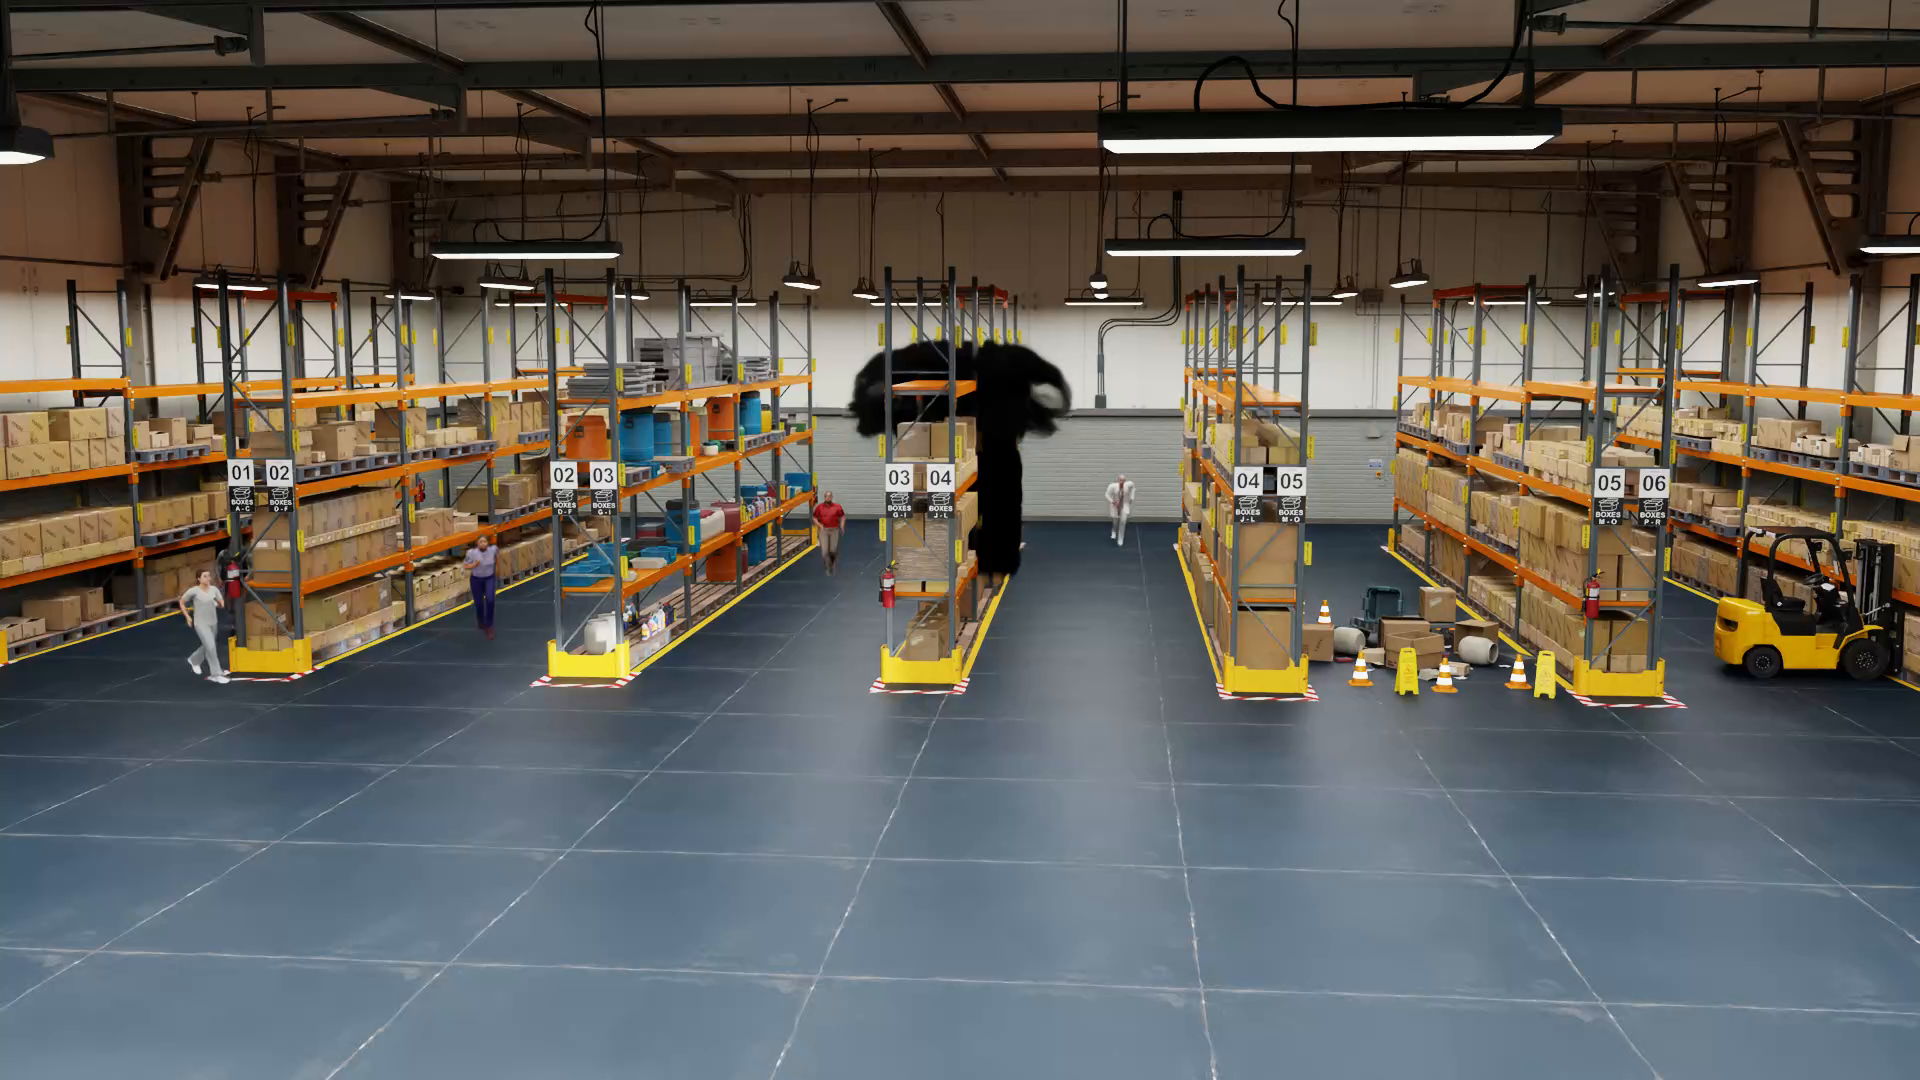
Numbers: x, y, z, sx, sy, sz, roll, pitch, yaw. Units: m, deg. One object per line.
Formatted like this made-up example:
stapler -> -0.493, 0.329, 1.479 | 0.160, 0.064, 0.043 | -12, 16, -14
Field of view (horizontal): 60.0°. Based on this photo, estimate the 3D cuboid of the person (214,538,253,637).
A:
person -> -12.270, 0.774, 28.211 | 0.672, 1.701, 0.808 | -1, 7, -12

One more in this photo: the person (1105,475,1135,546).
person -> 3.885, -0.759, 40.671 | 0.751, 1.739, 1.099 | -1, 7, -7

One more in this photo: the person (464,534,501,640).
person -> -7.626, 0.742, 26.607 | 0.590, 1.692, 0.866 | -2, 7, -17

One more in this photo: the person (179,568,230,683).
person -> -10.978, 1.225, 24.156 | 0.943, 1.652, 0.565 | 4, 8, 31

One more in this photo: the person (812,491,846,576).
person -> -2.606, -0.128, 33.085 | 0.664, 1.689, 0.546 | 0, 7, -3
